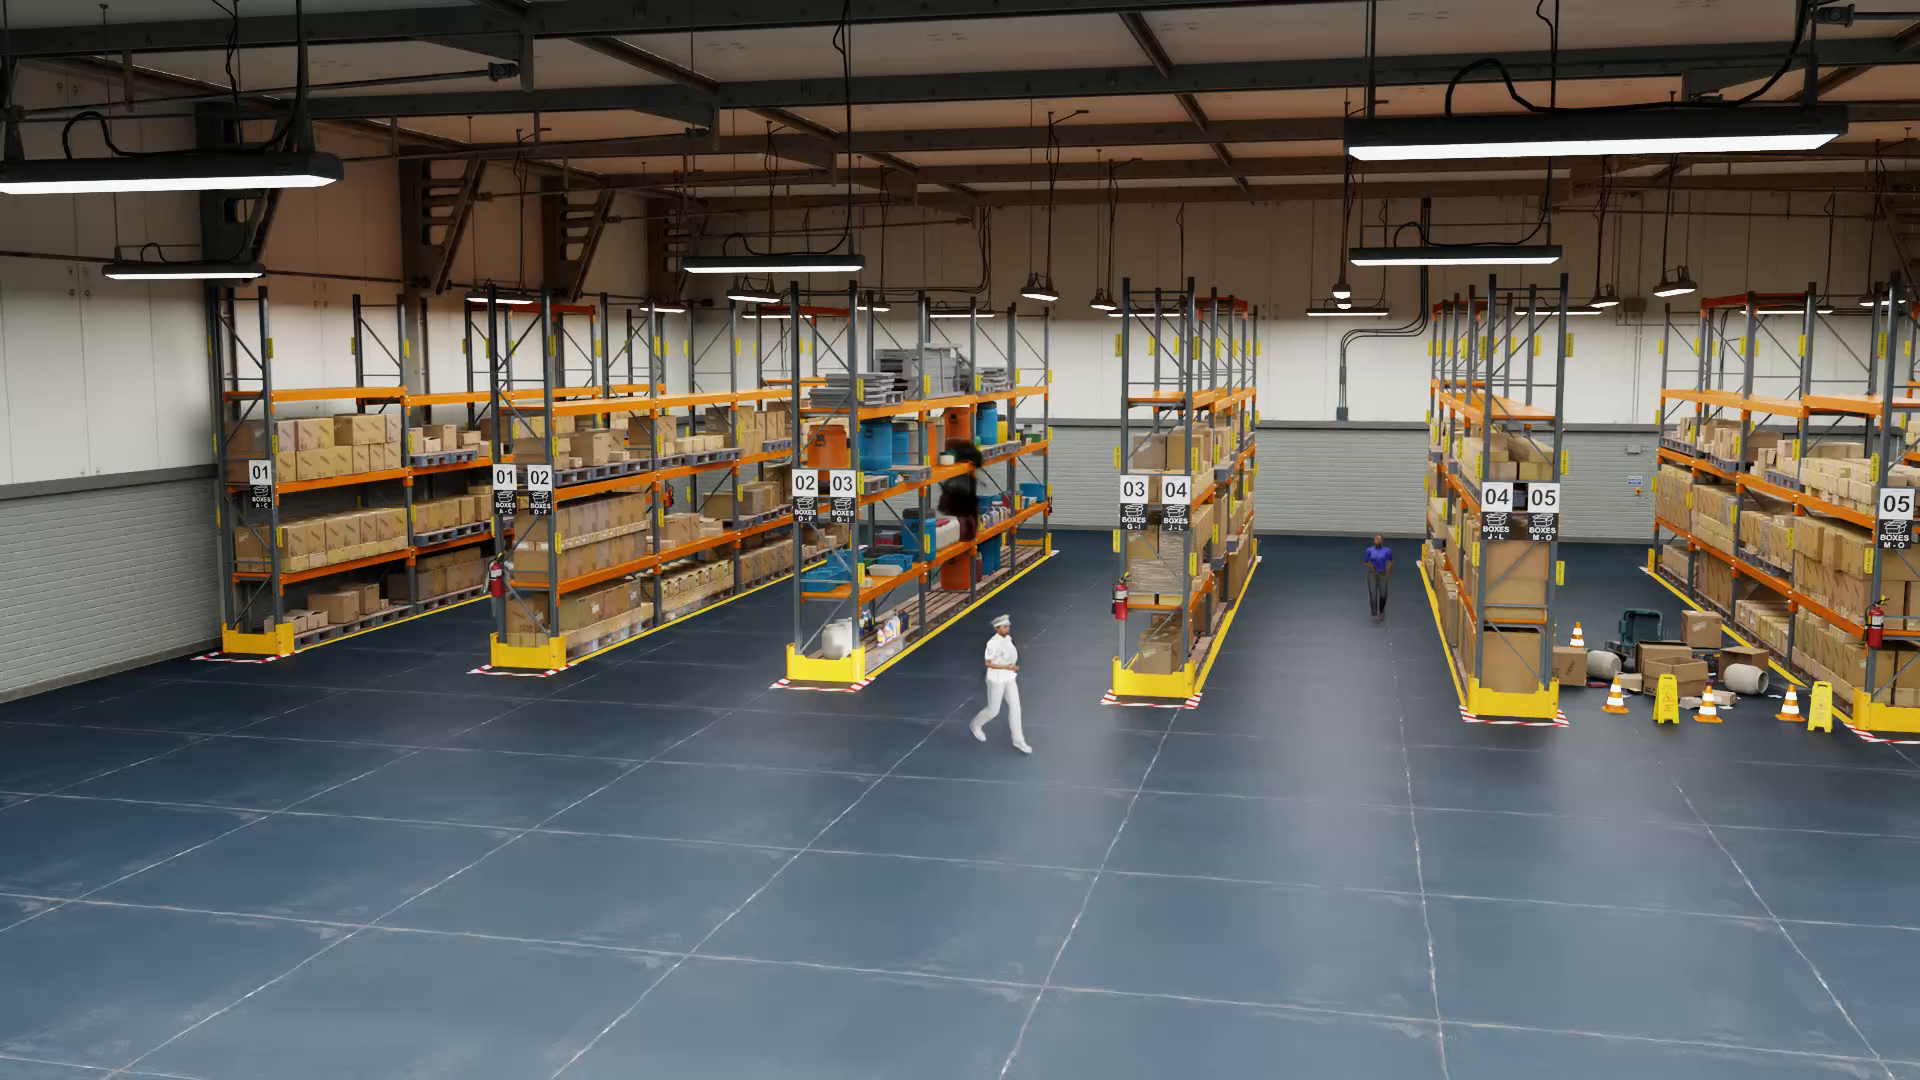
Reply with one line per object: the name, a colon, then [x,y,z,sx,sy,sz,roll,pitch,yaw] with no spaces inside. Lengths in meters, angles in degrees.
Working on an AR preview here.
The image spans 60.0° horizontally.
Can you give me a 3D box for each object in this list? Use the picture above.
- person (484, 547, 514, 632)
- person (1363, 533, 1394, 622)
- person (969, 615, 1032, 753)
person: [-7.834,0.927,28.432,0.612,1.682,0.689,1,7,7]
person: [7.653,0.707,30.417,0.562,1.619,0.589,1,7,13]
person: [0.498,1.766,20.787,0.936,1.707,0.584,6,9,43]
